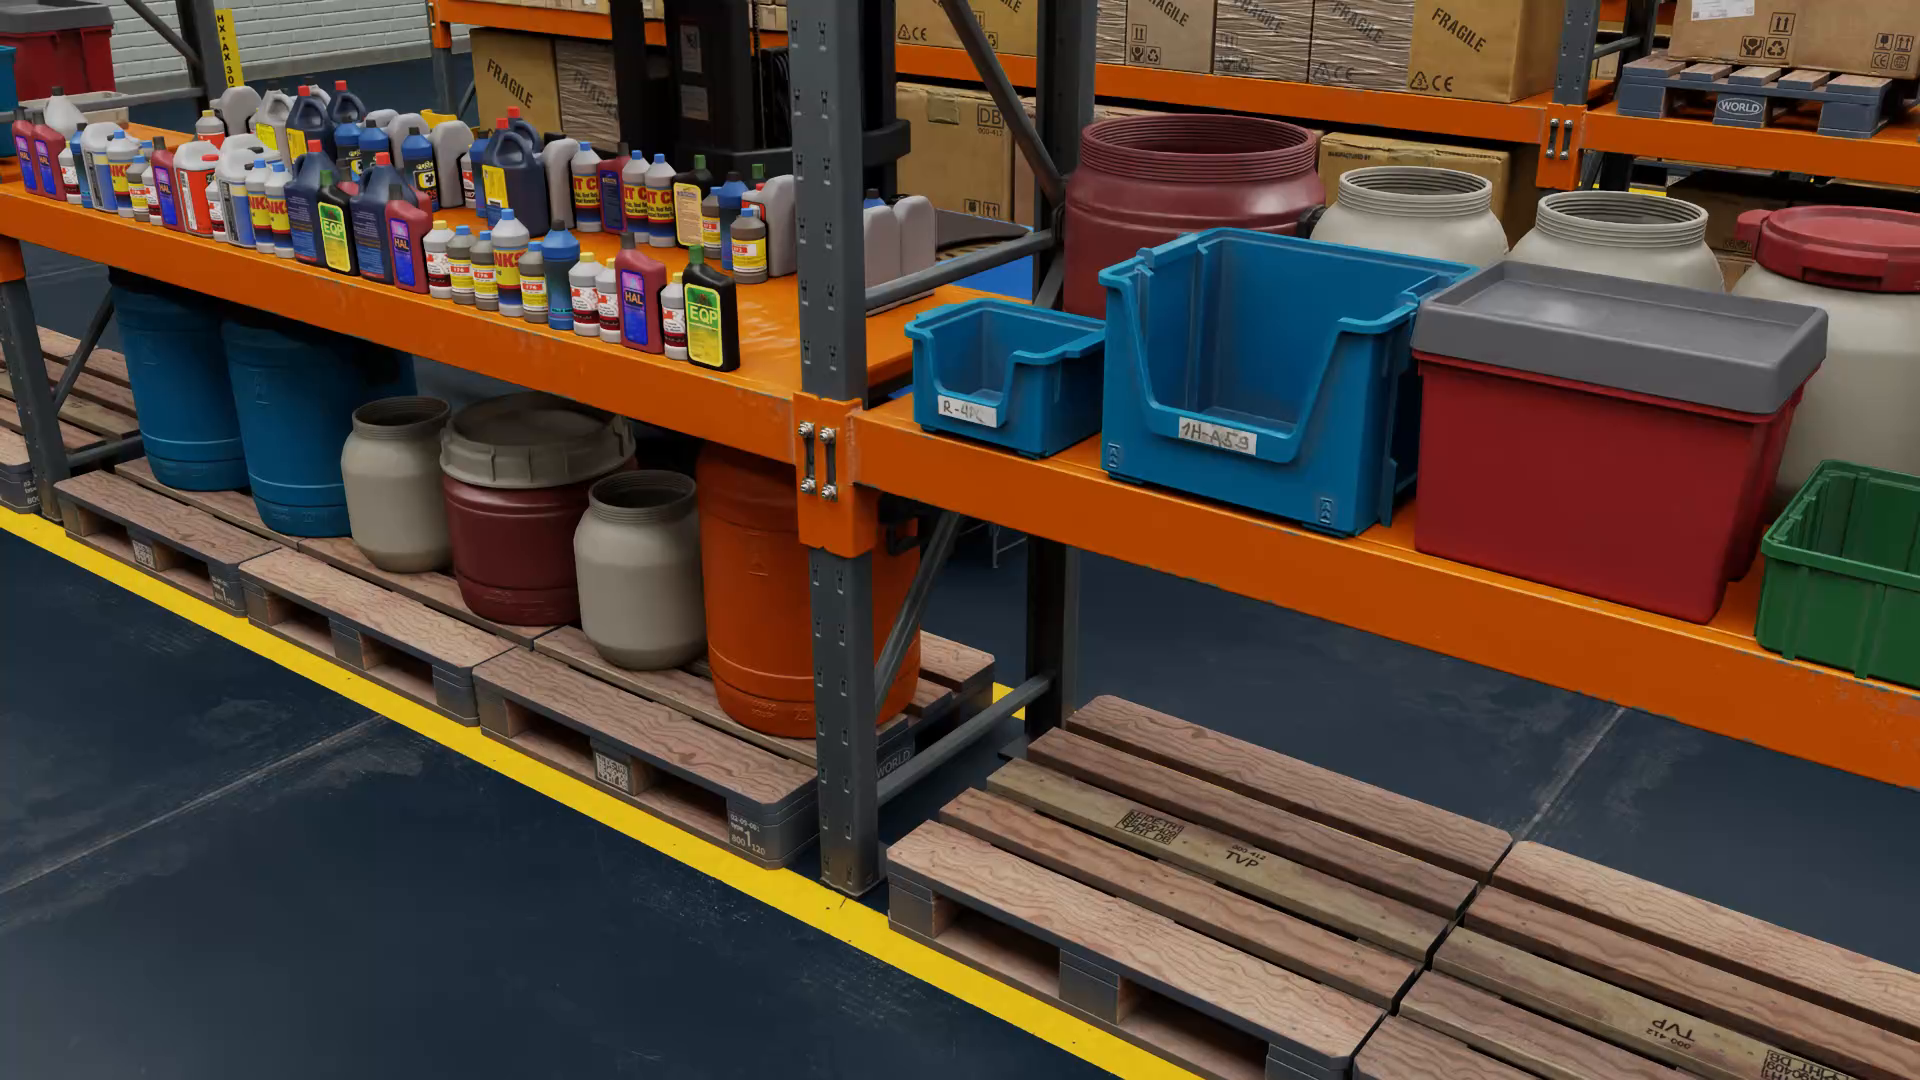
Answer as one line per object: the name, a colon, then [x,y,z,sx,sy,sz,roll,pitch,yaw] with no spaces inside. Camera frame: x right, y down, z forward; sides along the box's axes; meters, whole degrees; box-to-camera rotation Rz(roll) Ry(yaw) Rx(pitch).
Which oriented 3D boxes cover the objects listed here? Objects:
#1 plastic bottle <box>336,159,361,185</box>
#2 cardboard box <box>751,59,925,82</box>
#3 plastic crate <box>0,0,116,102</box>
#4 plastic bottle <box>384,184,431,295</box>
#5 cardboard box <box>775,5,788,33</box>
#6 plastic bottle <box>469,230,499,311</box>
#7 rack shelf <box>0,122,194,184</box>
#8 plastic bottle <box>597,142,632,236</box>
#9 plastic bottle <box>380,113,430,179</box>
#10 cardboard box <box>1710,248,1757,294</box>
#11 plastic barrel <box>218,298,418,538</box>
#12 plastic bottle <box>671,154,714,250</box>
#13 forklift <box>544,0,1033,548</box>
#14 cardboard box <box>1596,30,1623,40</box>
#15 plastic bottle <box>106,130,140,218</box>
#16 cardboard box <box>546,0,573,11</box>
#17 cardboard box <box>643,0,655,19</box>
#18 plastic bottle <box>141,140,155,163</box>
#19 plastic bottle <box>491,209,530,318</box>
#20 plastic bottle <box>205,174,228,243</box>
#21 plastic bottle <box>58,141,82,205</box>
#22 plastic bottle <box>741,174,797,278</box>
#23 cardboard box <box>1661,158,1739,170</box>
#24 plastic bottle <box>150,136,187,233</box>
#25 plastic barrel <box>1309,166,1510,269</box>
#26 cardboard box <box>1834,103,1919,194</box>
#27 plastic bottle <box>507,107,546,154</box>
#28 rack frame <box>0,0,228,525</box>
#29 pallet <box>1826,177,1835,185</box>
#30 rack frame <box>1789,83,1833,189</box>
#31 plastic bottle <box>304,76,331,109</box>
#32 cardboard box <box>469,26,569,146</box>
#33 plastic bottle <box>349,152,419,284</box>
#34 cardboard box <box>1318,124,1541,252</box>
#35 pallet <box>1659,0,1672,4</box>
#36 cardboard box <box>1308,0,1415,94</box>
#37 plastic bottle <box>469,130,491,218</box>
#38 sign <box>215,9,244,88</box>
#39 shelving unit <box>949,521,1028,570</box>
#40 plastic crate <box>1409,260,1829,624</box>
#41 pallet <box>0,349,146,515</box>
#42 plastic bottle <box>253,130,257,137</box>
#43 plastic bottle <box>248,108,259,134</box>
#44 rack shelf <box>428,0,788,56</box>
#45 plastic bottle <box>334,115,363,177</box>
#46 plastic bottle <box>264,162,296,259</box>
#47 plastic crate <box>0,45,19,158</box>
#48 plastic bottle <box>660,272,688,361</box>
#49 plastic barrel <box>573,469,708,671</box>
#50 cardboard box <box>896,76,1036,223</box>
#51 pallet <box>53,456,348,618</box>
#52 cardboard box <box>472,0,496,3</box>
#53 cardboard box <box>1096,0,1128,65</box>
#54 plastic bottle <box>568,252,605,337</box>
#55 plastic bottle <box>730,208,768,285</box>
plastic bottle: [-1.821,-0.996,4.949,0.097,0.271,0.097,0,24,0]
cardboard box: [-0.718,-2.610,10.568,0.875,0.875,0.875,17,29,33]
plastic crate: [-3.773,-1.960,6.825,0.583,0.464,0.402,17,29,33]
plastic bottle: [-1.502,-0.823,4.542,0.133,0.283,0.061,17,29,33]
cardboard box: [-0.885,-3.120,9.923,0.250,0.149,0.380,17,29,34]
plastic bottle: [-1.243,-0.716,4.401,0.097,0.201,0.097,0,24,0]
rack shelf: [-4.809,-1.761,7.419,4.000,0.370,1.077,17,29,33]
plastic bottle: [-1.057,-1.089,5.146,0.133,0.283,0.061,17,29,33]
plastic bottle: [-1.896,-1.316,5.671,0.135,0.276,0.152,17,29,33]
cardboard box: [3.511,-1.139,7.670,0.500,0.500,0.700,15,28,31]
plastic barrel: [-2.217,-0.530,5.815,0.708,0.901,0.600,17,29,33]
plastic bottle: [-0.795,-1.010,4.966,0.133,0.283,0.061,17,29,33]
forklift: [-1.046,-1.754,6.597,3.031,2.935,1.130,20,30,37]
cardboard box: [4.818,-3.696,12.568,0.500,0.250,0.500,17,29,34]
plastic bottle: [-2.697,-1.188,5.385,0.097,0.271,0.097,0,24,0]
cardboard box: [-2.529,-3.617,11.050,0.250,0.149,0.380,16,28,32]
cardboard box: [-1.910,-3.430,10.627,0.250,0.149,0.380,17,29,34]
plastic bottle: [-2.714,-1.237,5.584,0.097,0.201,0.097,0,24,0]
plastic bottle: [-1.165,-0.724,4.334,0.097,0.271,0.097,0,24,0]
plastic bottle: [-2.249,-1.020,5.092,0.097,0.201,0.097,0,24,0]
plastic bottle: [-2.961,-1.235,5.580,0.097,0.201,0.097,0,24,0]
plastic bottle: [-0.530,-0.903,4.734,0.135,0.276,0.152,17,29,33]
cardboard box: [5.335,-2.936,11.774,0.500,0.500,0.500,17,29,33]
plastic bottle: [-2.460,-1.112,5.199,0.133,0.283,0.061,17,29,33]
plastic barrel: [0.944,-0.511,3.550,0.421,0.512,0.421,0,24,0]
cardboard box: [6.452,-2.800,11.153,0.750,0.750,1.050,16,29,33]
plastic bottle: [-1.395,-1.201,5.317,0.185,0.351,0.144,17,29,33]
rack frame: [-3.208,-1.607,6.176,0.127,3.000,1.000,17,29,33]
pallet: [6.604,-2.322,11.259,1.213,0.211,1.003,17,29,33]
rack frame: [6.018,-3.813,11.184,0.127,3.000,1.000,17,29,33]
plastic bottle: [-2.277,-1.467,5.921,0.185,0.351,0.144,17,29,33]
cardboard box: [-2.879,-3.263,12.050,0.875,0.875,0.875,17,29,33]
plastic bottle: [-1.604,-0.905,4.646,0.185,0.351,0.144,17,29,33]
cardboard box: [2.423,-1.631,8.346,0.875,0.875,1.225,15,28,31]
pallet: [5.384,-3.863,11.536,1.003,0.211,1.213,17,29,33]
cardboard box: [2.024,-2.445,7.955,0.500,0.500,0.500,17,29,33]
plastic bottle: [-1.531,-1.187,5.383,0.097,0.271,0.097,0,24,0]
sign: [-2.877,-1.910,6.522,0.005,0.325,0.100,17,29,33]
shelving unit: [0.119,-0.366,5.966,0.210,0.900,0.258,20,30,37]
plastic crate: [1.102,-0.179,2.857,0.583,0.464,0.402,17,29,33]
pallet: [-3.820,-0.496,7.114,1.213,0.211,1.003,17,29,33]
plastic bottle: [-2.467,-1.392,5.935,0.097,0.201,0.097,0,24,0]
plastic bottle: [-2.590,-1.506,6.193,0.097,0.201,0.097,0,24,0]
rack shelf: [-1.838,-3.359,11.046,4.000,0.370,1.077,17,29,33]
plastic bottle: [-2.063,-1.302,5.644,0.097,0.271,0.097,0,24,0]
plastic bottle: [-1.986,-0.973,4.897,0.097,0.271,0.097,0,24,0]
plastic crate: [-3.787,-1.630,6.174,0.575,0.384,0.392,17,29,33]
plastic bottle: [-0.669,-0.543,4.007,0.097,0.201,0.097,0,24,0]
plastic barrel: [-0.915,0.086,4.899,0.421,0.512,0.421,0,24,0]
cardboard box: [0.286,-2.276,9.810,0.875,0.875,1.225,17,29,33]
pallet: [-2.616,-0.131,6.285,1.213,0.211,1.003,17,29,33]
cardboard box: [-3.146,-3.803,11.473,0.250,0.149,0.380,16,29,33]
cardboard box: [0.783,-2.816,8.797,0.500,0.500,0.500,16,28,32]
plastic bottle: [-0.931,-0.622,4.188,0.097,0.201,0.097,0,24,0]
plastic bottle: [-0.590,-0.825,4.648,0.097,0.201,0.097,0,24,0]
